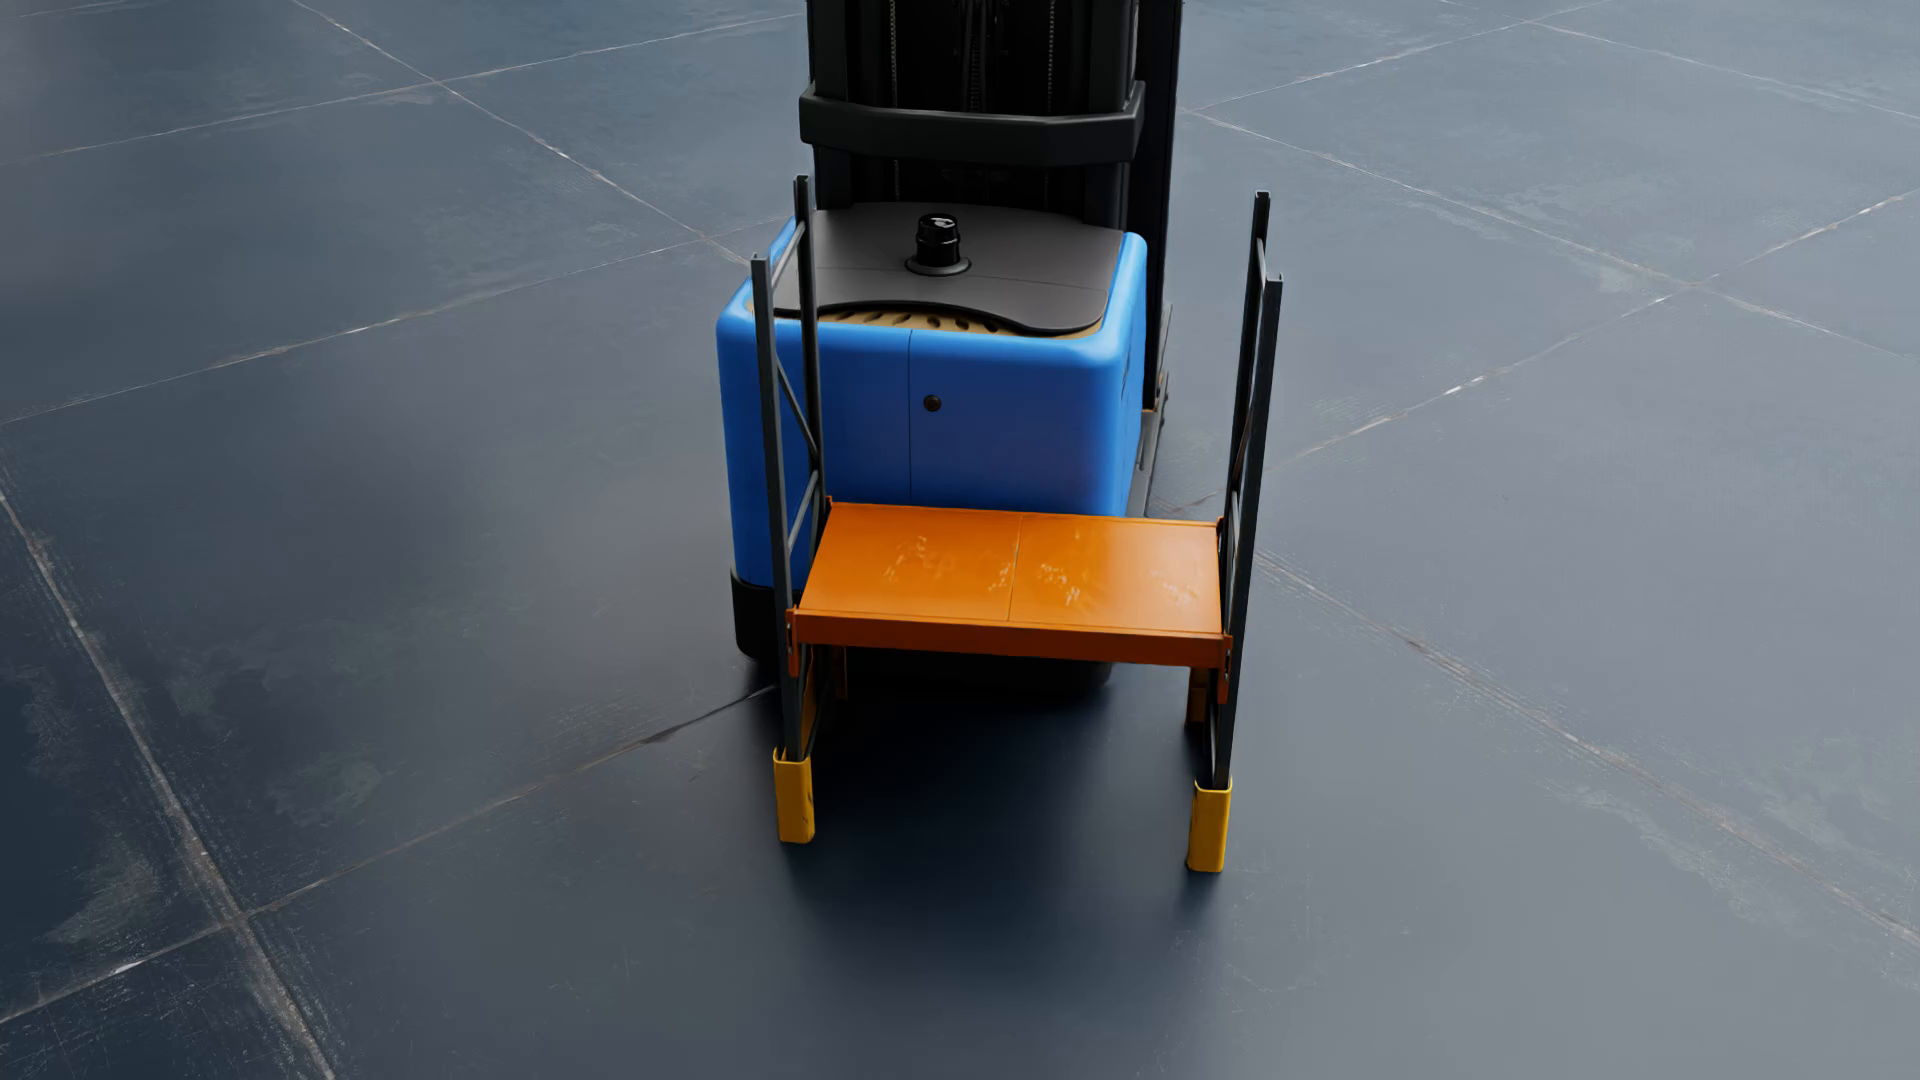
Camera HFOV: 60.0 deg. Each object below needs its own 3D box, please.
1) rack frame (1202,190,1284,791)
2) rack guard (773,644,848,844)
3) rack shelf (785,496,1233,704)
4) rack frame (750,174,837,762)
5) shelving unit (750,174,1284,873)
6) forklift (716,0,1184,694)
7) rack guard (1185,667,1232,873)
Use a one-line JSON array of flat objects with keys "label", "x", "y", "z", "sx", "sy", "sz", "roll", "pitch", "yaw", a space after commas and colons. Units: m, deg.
[{"label": "rack frame", "x": 0.635, "y": 0.004, "z": 3.820, "sx": 0.032, "sy": 1.500, "sz": 0.500, "roll": 3, "pitch": 32, "yaw": 5}, {"label": "rack guard", "x": -0.374, "y": 0.479, "z": 4.240, "sx": 0.087, "sy": 0.250, "sz": 0.587, "roll": 3, "pitch": 32, "yaw": 5}, {"label": "rack shelf", "x": 0.130, "y": 0.129, "z": 3.960, "sx": 1.000, "sy": 0.185, "sz": 0.538, "roll": 3, "pitch": 32, "yaw": 5}, {"label": "rack frame", "x": -0.376, "y": -0.051, "z": 3.909, "sx": 0.032, "sy": 1.500, "sz": 0.500, "roll": 3, "pitch": 32, "yaw": 5}, {"label": "shelving unit", "x": 0.121, "y": -0.024, "z": 3.865, "sx": 1.083, "sy": 1.500, "sz": 0.587, "roll": 3, "pitch": 32, "yaw": 5}, {"label": "forklift", "x": 0.141, "y": -1.598, "z": 5.045, "sx": 1.130, "sy": 2.935, "sz": 3.031, "roll": 5, "pitch": 32, "yaw": 9}, {"label": "rack guard", "x": 0.616, "y": 0.534, "z": 4.153, "sx": 0.087, "sy": 0.250, "sz": 0.587, "roll": 3, "pitch": 32, "yaw": 5}]
